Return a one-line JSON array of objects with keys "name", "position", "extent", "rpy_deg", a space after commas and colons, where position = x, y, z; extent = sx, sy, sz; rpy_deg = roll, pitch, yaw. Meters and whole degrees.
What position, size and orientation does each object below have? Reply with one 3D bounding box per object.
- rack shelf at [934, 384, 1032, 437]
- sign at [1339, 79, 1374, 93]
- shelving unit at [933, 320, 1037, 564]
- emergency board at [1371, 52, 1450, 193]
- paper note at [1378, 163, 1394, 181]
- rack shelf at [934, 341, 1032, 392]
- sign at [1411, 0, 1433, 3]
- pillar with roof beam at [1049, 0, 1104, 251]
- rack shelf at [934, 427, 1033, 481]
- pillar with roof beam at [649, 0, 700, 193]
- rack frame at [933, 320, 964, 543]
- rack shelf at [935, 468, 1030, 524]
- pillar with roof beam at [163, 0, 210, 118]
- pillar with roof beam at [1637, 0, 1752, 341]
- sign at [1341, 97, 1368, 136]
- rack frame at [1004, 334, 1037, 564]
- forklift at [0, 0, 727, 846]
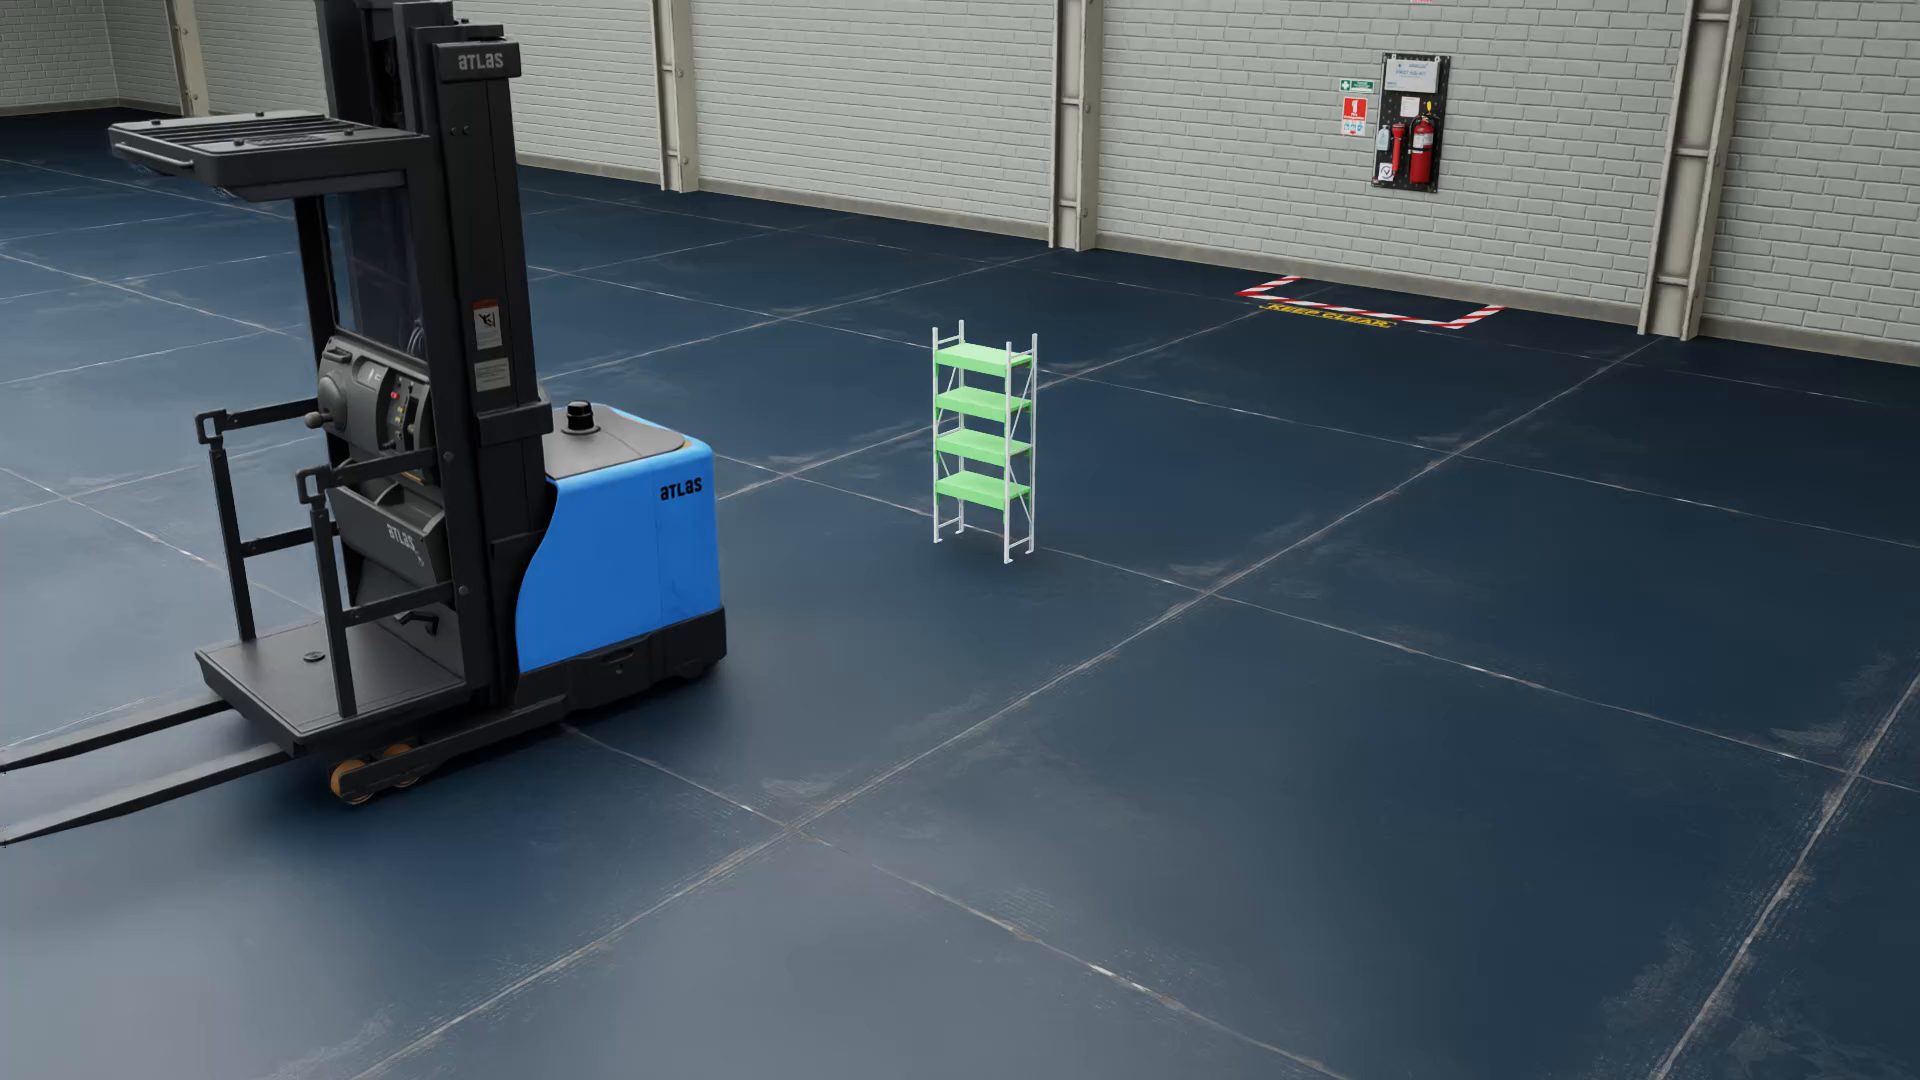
[{"name": "rack shelf", "position": [0.128, -0.689, 8.796], "extent": [0.480, 0.148, 0.258], "rpy_deg": [16, 26, 36]}, {"name": "sign", "position": [3.557, -4.071, 14.910], "extent": [0.331, 0.109, 0.001], "rpy_deg": [16, 26, 36]}, {"name": "shelving unit", "position": [0.128, -0.524, 8.859], "extent": [0.503, 1.200, 0.258], "rpy_deg": [16, 26, 36]}, {"name": "emergency board", "position": [3.922, -3.658, 14.617], "extent": [0.643, 1.169, 0.194], "rpy_deg": [16, 26, 36]}, {"name": "paper note", "position": [3.829, -3.304, 14.927], "extent": [0.142, 0.148, 0.016], "rpy_deg": [16, 26, 36]}, {"name": "rack shelf", "position": [0.128, -0.914, 8.712], "extent": [0.480, 0.148, 0.258], "rpy_deg": [16, 26, 36]}, {"name": "sign", "position": [3.979, -4.772, 14.285], "extent": [0.199, 0.298, 0.001], "rpy_deg": [16, 26, 36]}, {"name": "pillar with roof beam", "position": [-1.558, -6.065, 12.498], "extent": [0.400, 9.000, 9.100], "rpy_deg": [16, 26, 36]}, {"name": "rack shelf", "position": [0.128, -0.465, 8.881], "extent": [0.480, 0.148, 0.258], "rpy_deg": [16, 26, 36]}, {"name": "pillar with roof beam", "position": [-6.206, -7.404, 16.047], "extent": [0.400, 9.000, 9.100], "rpy_deg": [16, 26, 36]}, {"name": "rack frame", "position": [-0.061, -0.579, 9.003], "extent": [0.015, 1.200, 0.240], "rpy_deg": [16, 26, 36]}, {"name": "rack shelf", "position": [0.128, -0.240, 8.966], "extent": [0.480, 0.148, 0.258], "rpy_deg": [16, 26, 36]}, {"name": "pillar with roof beam", "position": [-15.503, -10.081, 23.147], "extent": [0.400, 9.000, 9.100], "rpy_deg": [16, 26, 36]}, {"name": "pillar with roof beam", "position": [3.090, -4.726, 8.948], "extent": [0.400, 9.000, 9.100], "rpy_deg": [16, 26, 36]}, {"name": "sign", "position": [3.559, -3.826, 15.012], "extent": [0.234, 0.329, 0.001], "rpy_deg": [16, 26, 36]}, {"name": "rack frame", "position": [0.317, -0.470, 8.714], "extent": [0.015, 1.200, 0.240], "rpy_deg": [16, 26, 36]}, {"name": "forklift", "position": [-2.485, -0.554, 6.483], "extent": [3.031, 2.935, 1.130], "rpy_deg": [-18, 27, -40]}]
